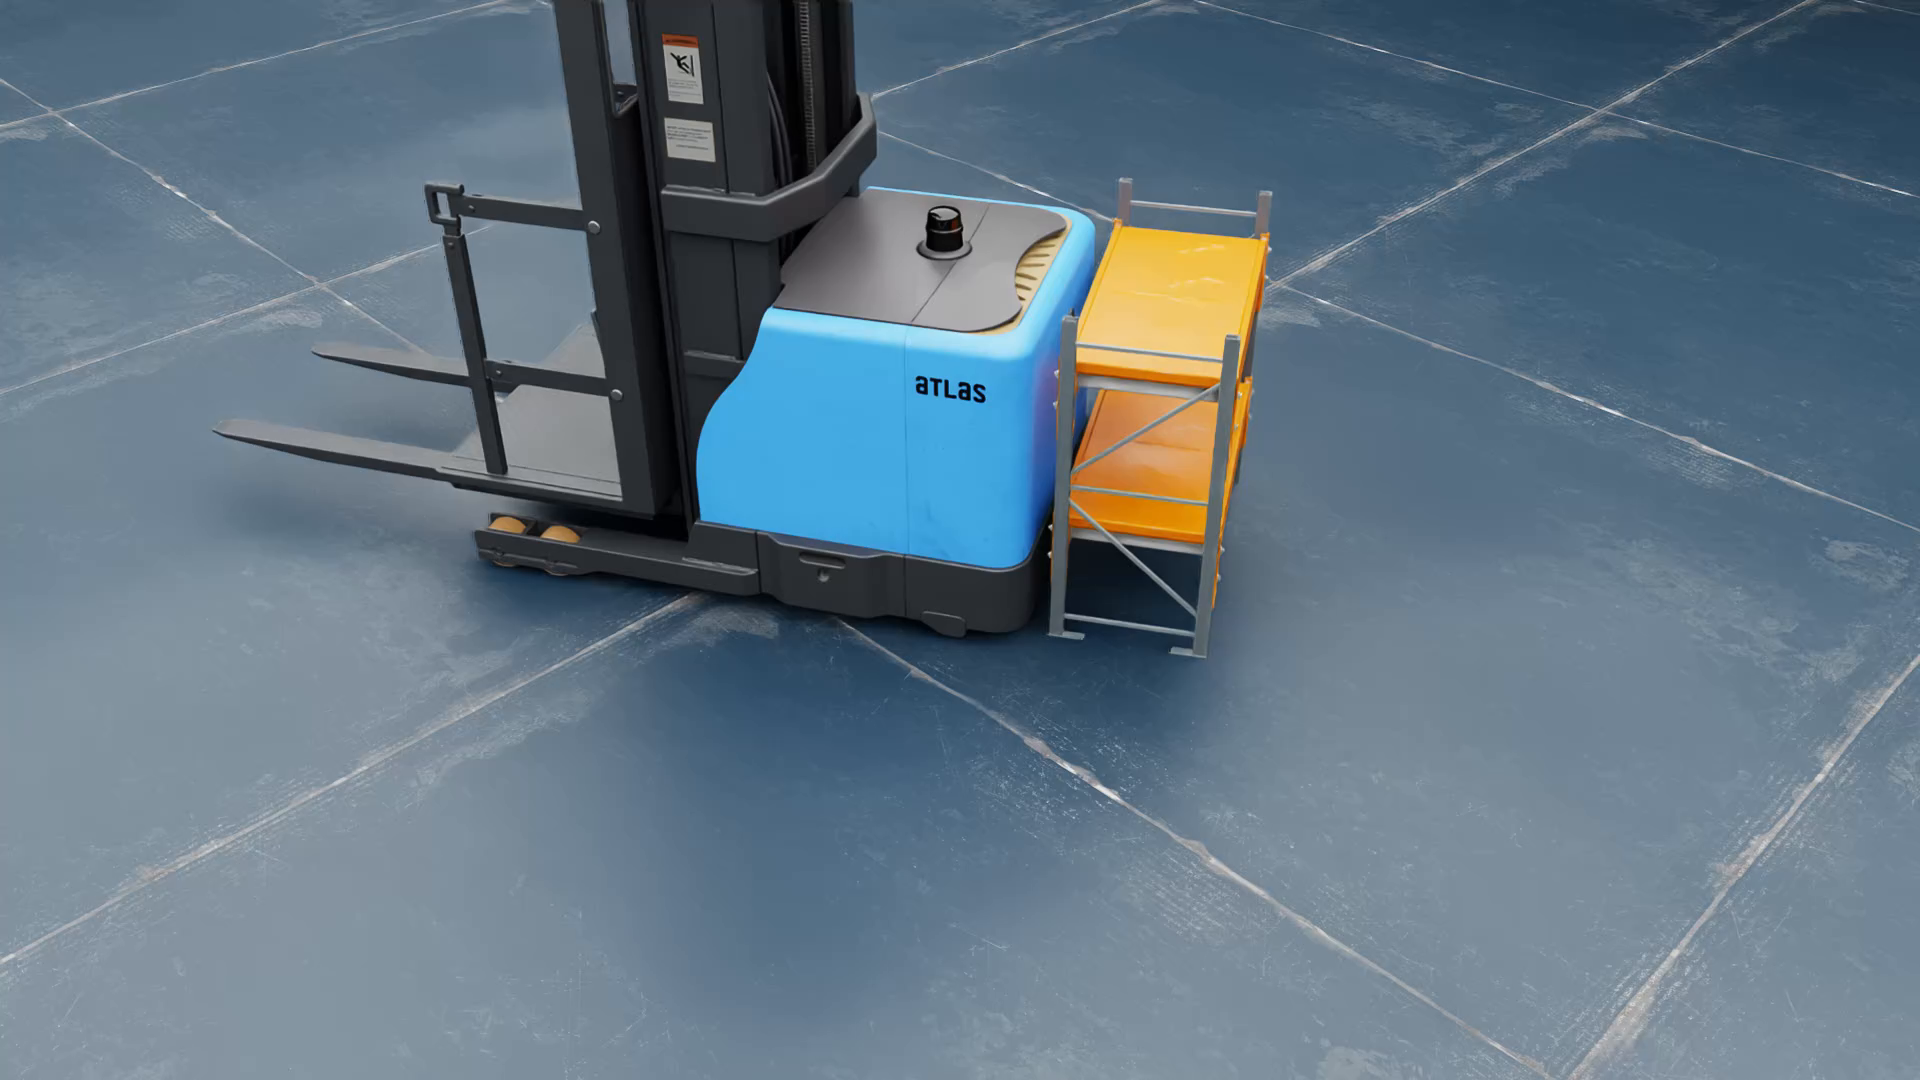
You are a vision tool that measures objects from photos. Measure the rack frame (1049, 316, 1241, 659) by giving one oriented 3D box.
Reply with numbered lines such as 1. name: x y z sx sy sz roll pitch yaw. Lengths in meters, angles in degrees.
1. rack frame: 0.531 -0.130 4.953 0.500 1.125 0.032 8 36 11

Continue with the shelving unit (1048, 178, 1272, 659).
1. shelving unit: 0.650 -0.413 5.358 0.538 1.125 1.048 8 36 11

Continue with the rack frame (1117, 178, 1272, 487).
1. rack frame: 0.770 -0.695 5.763 0.500 1.125 0.032 8 36 11

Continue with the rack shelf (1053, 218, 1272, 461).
1. rack shelf: 0.650 -0.653 5.191 0.538 0.278 1.000 8 36 11

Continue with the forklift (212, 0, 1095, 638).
1. forklift: -1.122 -1.361 5.139 3.031 2.935 1.130 9 36 13

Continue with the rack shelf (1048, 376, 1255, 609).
1. rack shelf: 0.650 -0.212 5.498 0.538 0.278 1.000 8 36 11
